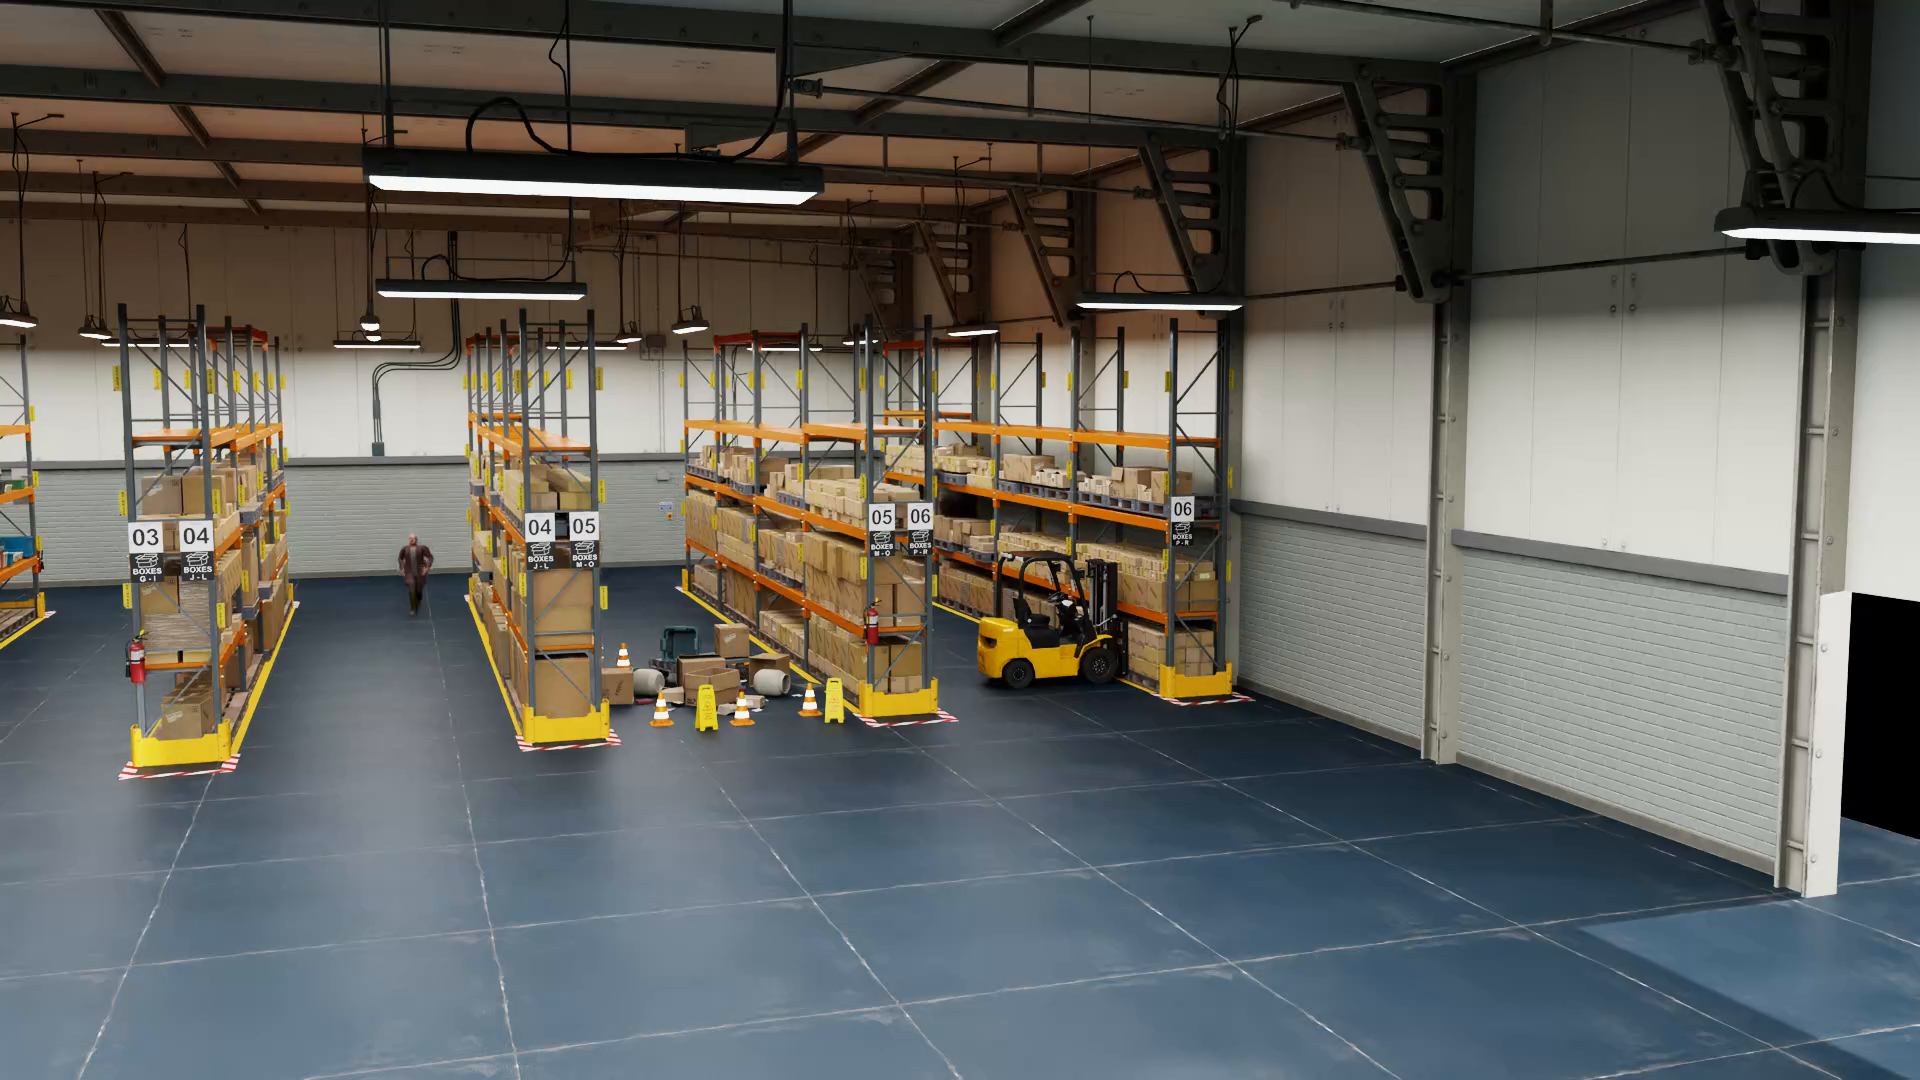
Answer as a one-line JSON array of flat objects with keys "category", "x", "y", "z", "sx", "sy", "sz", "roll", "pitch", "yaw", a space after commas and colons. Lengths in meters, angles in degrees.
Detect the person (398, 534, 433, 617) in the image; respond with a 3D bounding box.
[{"category": "person", "x": -11.742, "y": 0.739, "z": 35.881, "sx": 0.733, "sy": 1.774, "sz": 0.768, "roll": -1, "pitch": 6, "yaw": -12}]
